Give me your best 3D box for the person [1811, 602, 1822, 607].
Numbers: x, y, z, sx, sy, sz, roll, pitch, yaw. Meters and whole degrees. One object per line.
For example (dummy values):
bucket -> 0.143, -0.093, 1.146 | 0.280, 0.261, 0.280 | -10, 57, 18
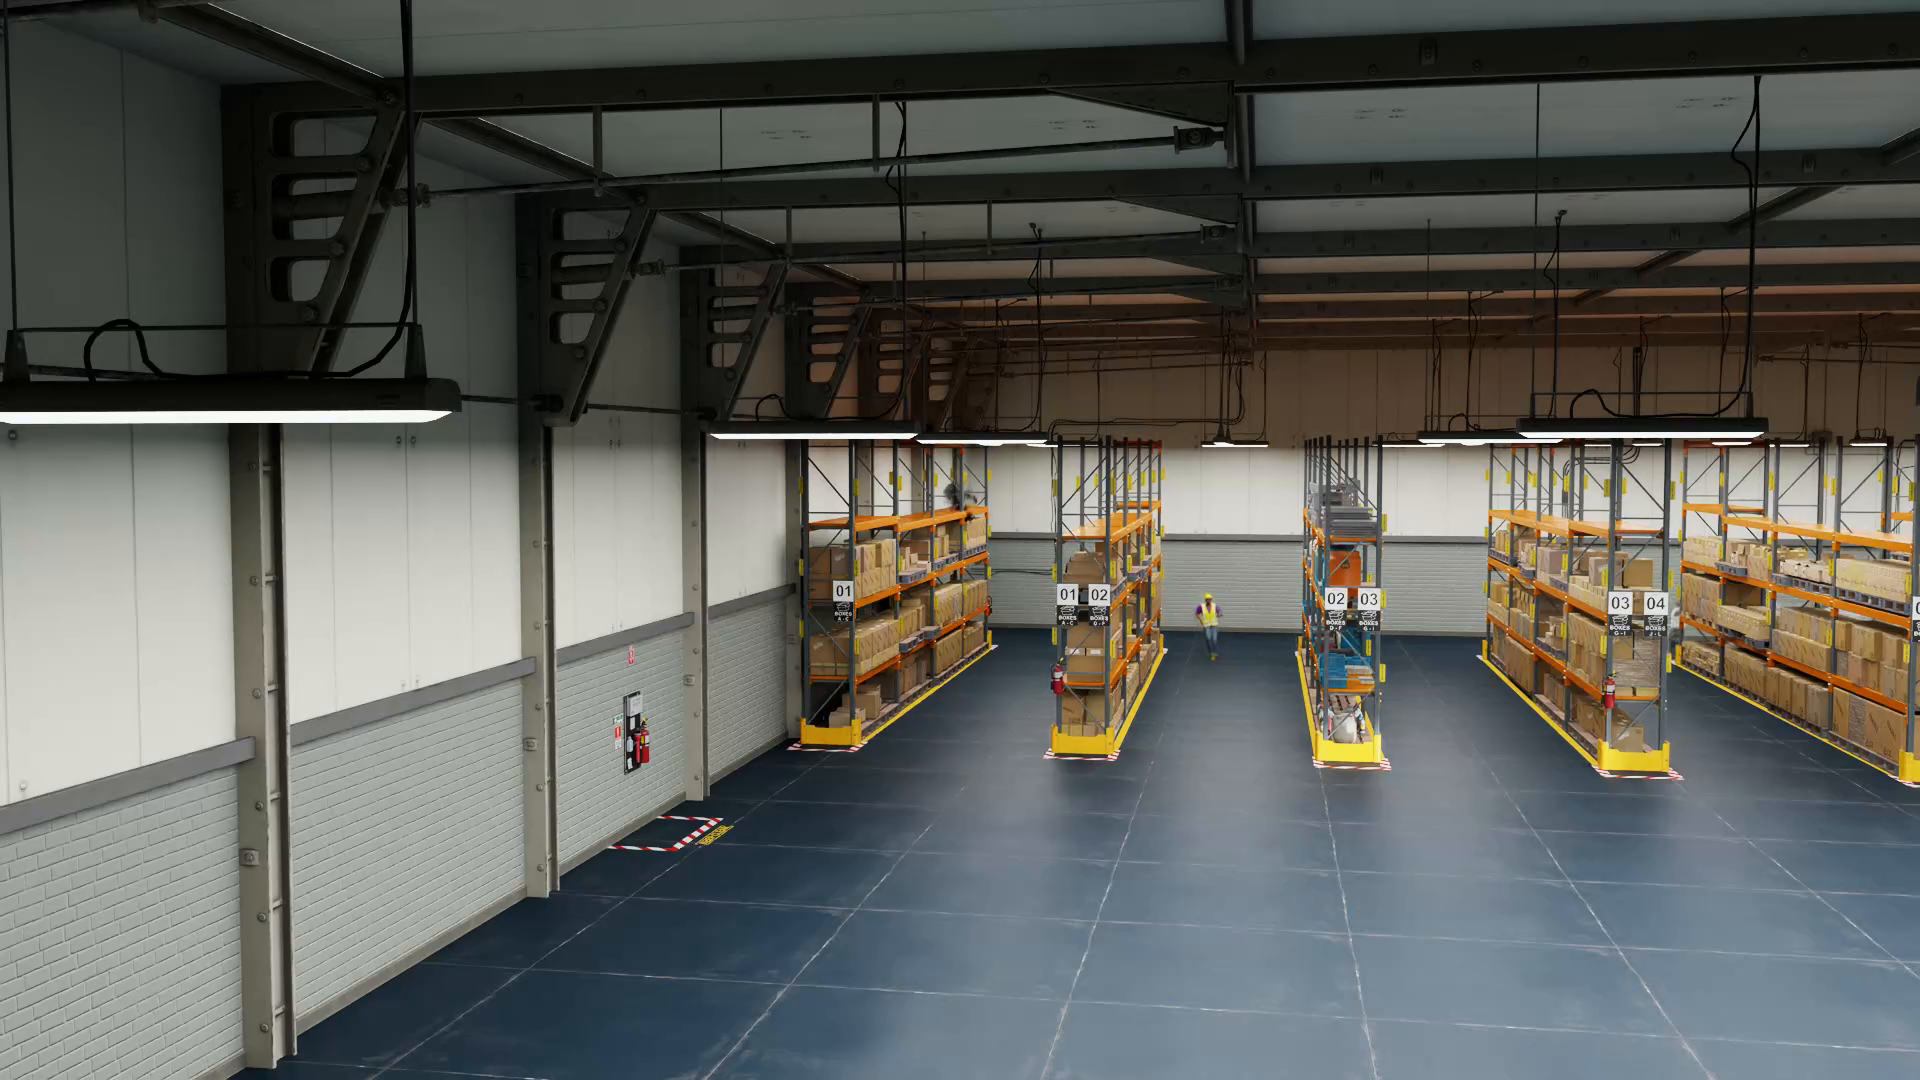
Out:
person -> 23.280, 2.452, 45.201 | 0.544, 1.652, 0.604 | 0, 3, 8

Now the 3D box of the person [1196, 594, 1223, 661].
person -> 6.843, 2.387, 45.524 | 0.697, 1.821, 0.788 | 0, 3, -1

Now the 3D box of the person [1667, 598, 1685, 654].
person -> 19.690, 2.388, 45.865 | 0.801, 1.710, 0.756 | 2, 4, 30

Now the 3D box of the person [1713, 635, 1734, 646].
person -> 20.912, 2.425, 45.474 | 0.710, 1.730, 0.816 | 2, 4, 34
